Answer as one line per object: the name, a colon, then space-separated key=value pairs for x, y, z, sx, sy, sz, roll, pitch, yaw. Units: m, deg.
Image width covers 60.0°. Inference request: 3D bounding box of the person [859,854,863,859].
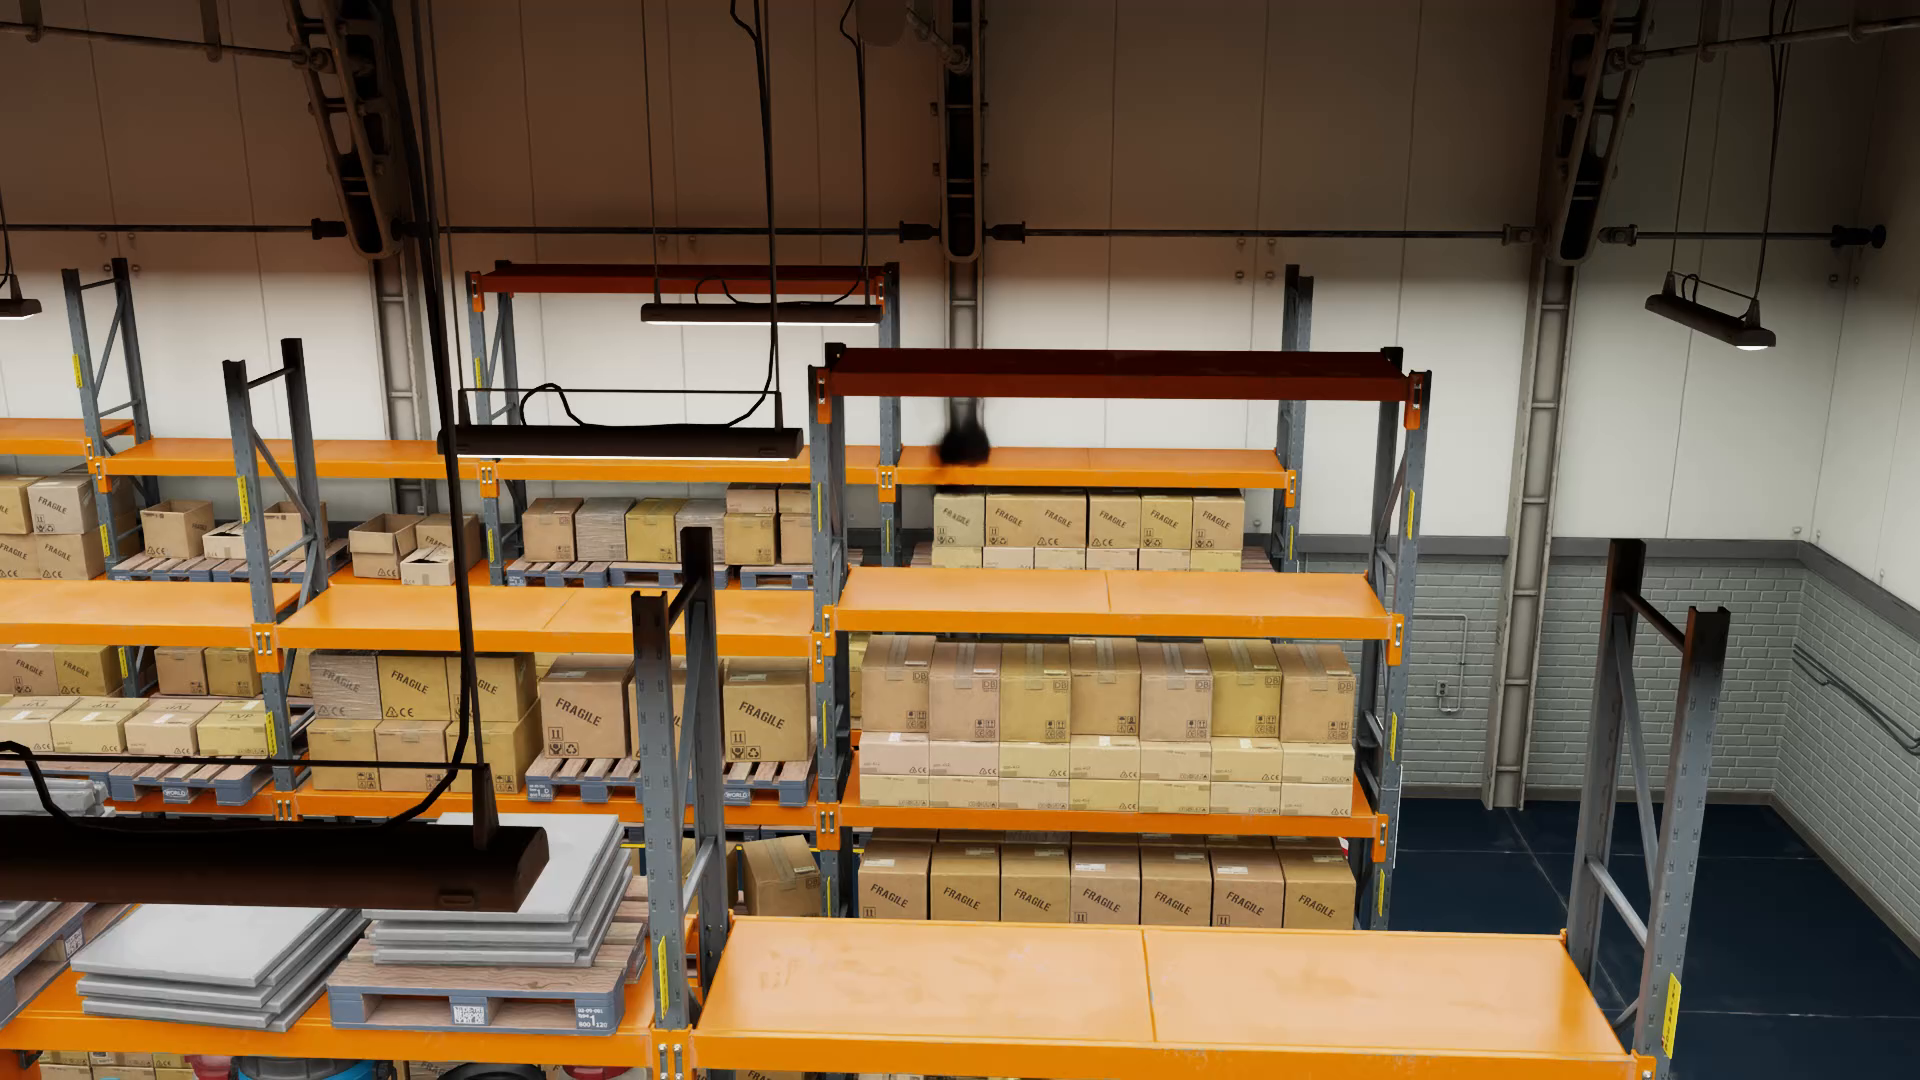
person: x=-0.601 y=3.063 z=15.069 sx=0.622 sy=1.632 sz=0.535 roll=0 pitch=16 yaw=1
